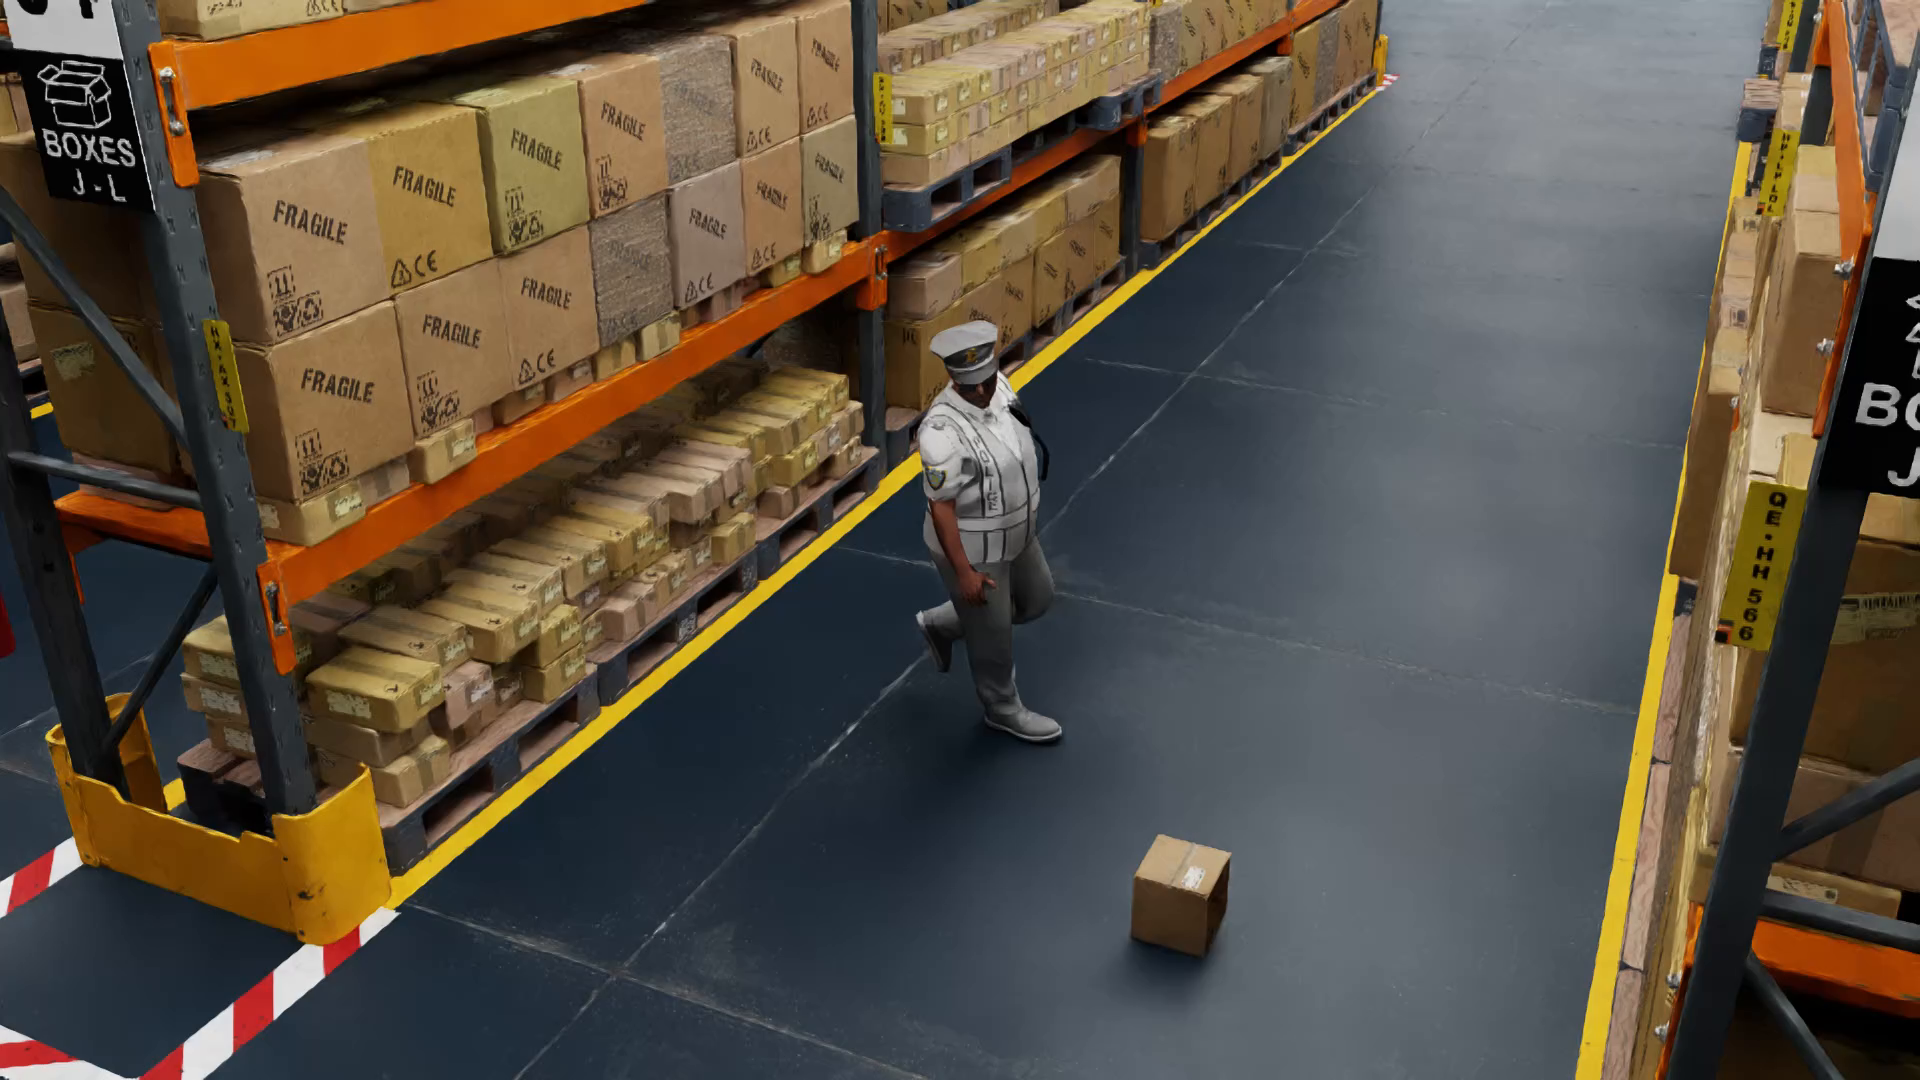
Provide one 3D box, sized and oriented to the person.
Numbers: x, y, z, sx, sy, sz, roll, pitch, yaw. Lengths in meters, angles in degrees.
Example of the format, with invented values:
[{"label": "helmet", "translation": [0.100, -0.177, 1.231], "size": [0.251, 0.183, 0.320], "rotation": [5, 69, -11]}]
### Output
[{"label": "person", "translation": [0.058, -0.014, 6.149], "size": [0.649, 1.714, 0.630], "rotation": [12, 29, 24]}]
